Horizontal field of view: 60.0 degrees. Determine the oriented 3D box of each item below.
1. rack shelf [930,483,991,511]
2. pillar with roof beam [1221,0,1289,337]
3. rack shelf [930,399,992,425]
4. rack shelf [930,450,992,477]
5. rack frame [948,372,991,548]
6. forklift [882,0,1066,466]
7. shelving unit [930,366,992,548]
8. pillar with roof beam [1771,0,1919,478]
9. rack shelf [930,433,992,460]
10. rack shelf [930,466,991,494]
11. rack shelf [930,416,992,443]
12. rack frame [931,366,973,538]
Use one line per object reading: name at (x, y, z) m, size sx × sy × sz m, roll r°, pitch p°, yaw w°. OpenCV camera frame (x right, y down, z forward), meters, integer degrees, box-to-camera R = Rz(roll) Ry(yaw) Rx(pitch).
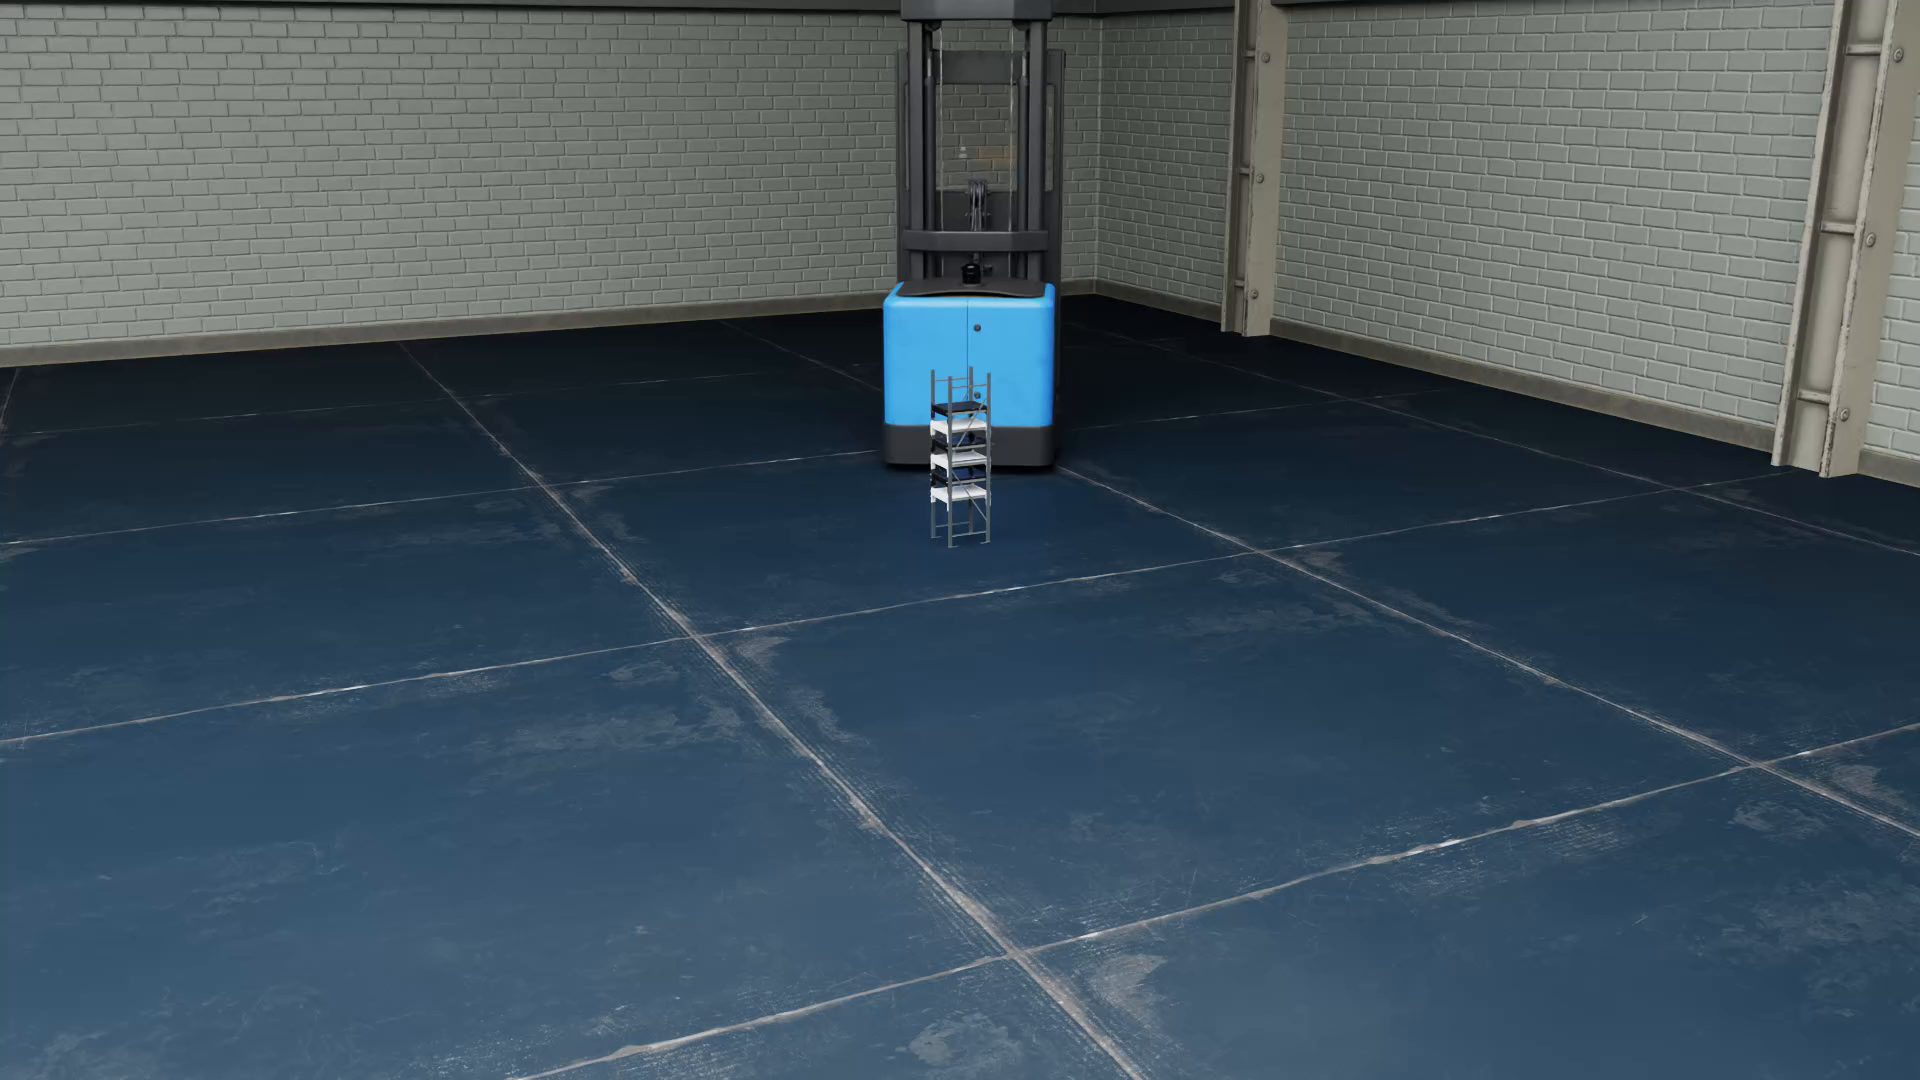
rack shelf at (0.004, -0.225, 8.678) m, size 0.258 × 0.077 × 0.200 m, roll -8°, pitch 18°, yaw -25°
pillar with roof beam at (-1.205, -5.737, 12.427) m, size 9.100 × 9.000 × 0.400 m, roll -8°, pitch 18°, yaw -25°
rack shelf at (0.004, -0.658, 8.554) m, size 0.258 × 0.077 × 0.200 m, roll -8°, pitch 18°, yaw -25°
rack shelf at (0.004, -0.398, 8.629) m, size 0.258 × 0.077 × 0.200 m, roll -8°, pitch 18°, yaw -25°
rack frame at (0.048, -0.405, 8.532) m, size 0.240 × 0.900 × 0.006 m, roll -8°, pitch 18°, yaw -25°
forklift at (0.143, -2.209, 11.136) m, size 1.130 × 2.935 × 3.031 m, roll 1°, pitch 16°, yaw 4°
shelving unit at (0.004, -0.431, 8.620) m, size 0.258 × 0.900 × 0.210 m, roll -8°, pitch 18°, yaw -25°
pillar with roof beam at (1.423, -4.249, 7.243) m, size 9.100 × 9.000 × 0.400 m, roll -8°, pitch 18°, yaw -25°
rack shelf at (0.004, -0.485, 8.604) m, size 0.258 × 0.077 × 0.200 m, roll -8°, pitch 18°, yaw -25°
rack shelf at (0.004, -0.312, 8.654) m, size 0.258 × 0.077 × 0.200 m, roll -8°, pitch 18°, yaw -25°
rack shelf at (0.004, -0.572, 8.579) m, size 0.258 × 0.077 × 0.200 m, roll -8°, pitch 18°, yaw -25°
rack frame at (-0.041, -0.456, 8.707) m, size 0.240 × 0.900 × 0.006 m, roll -8°, pitch 18°, yaw -25°
